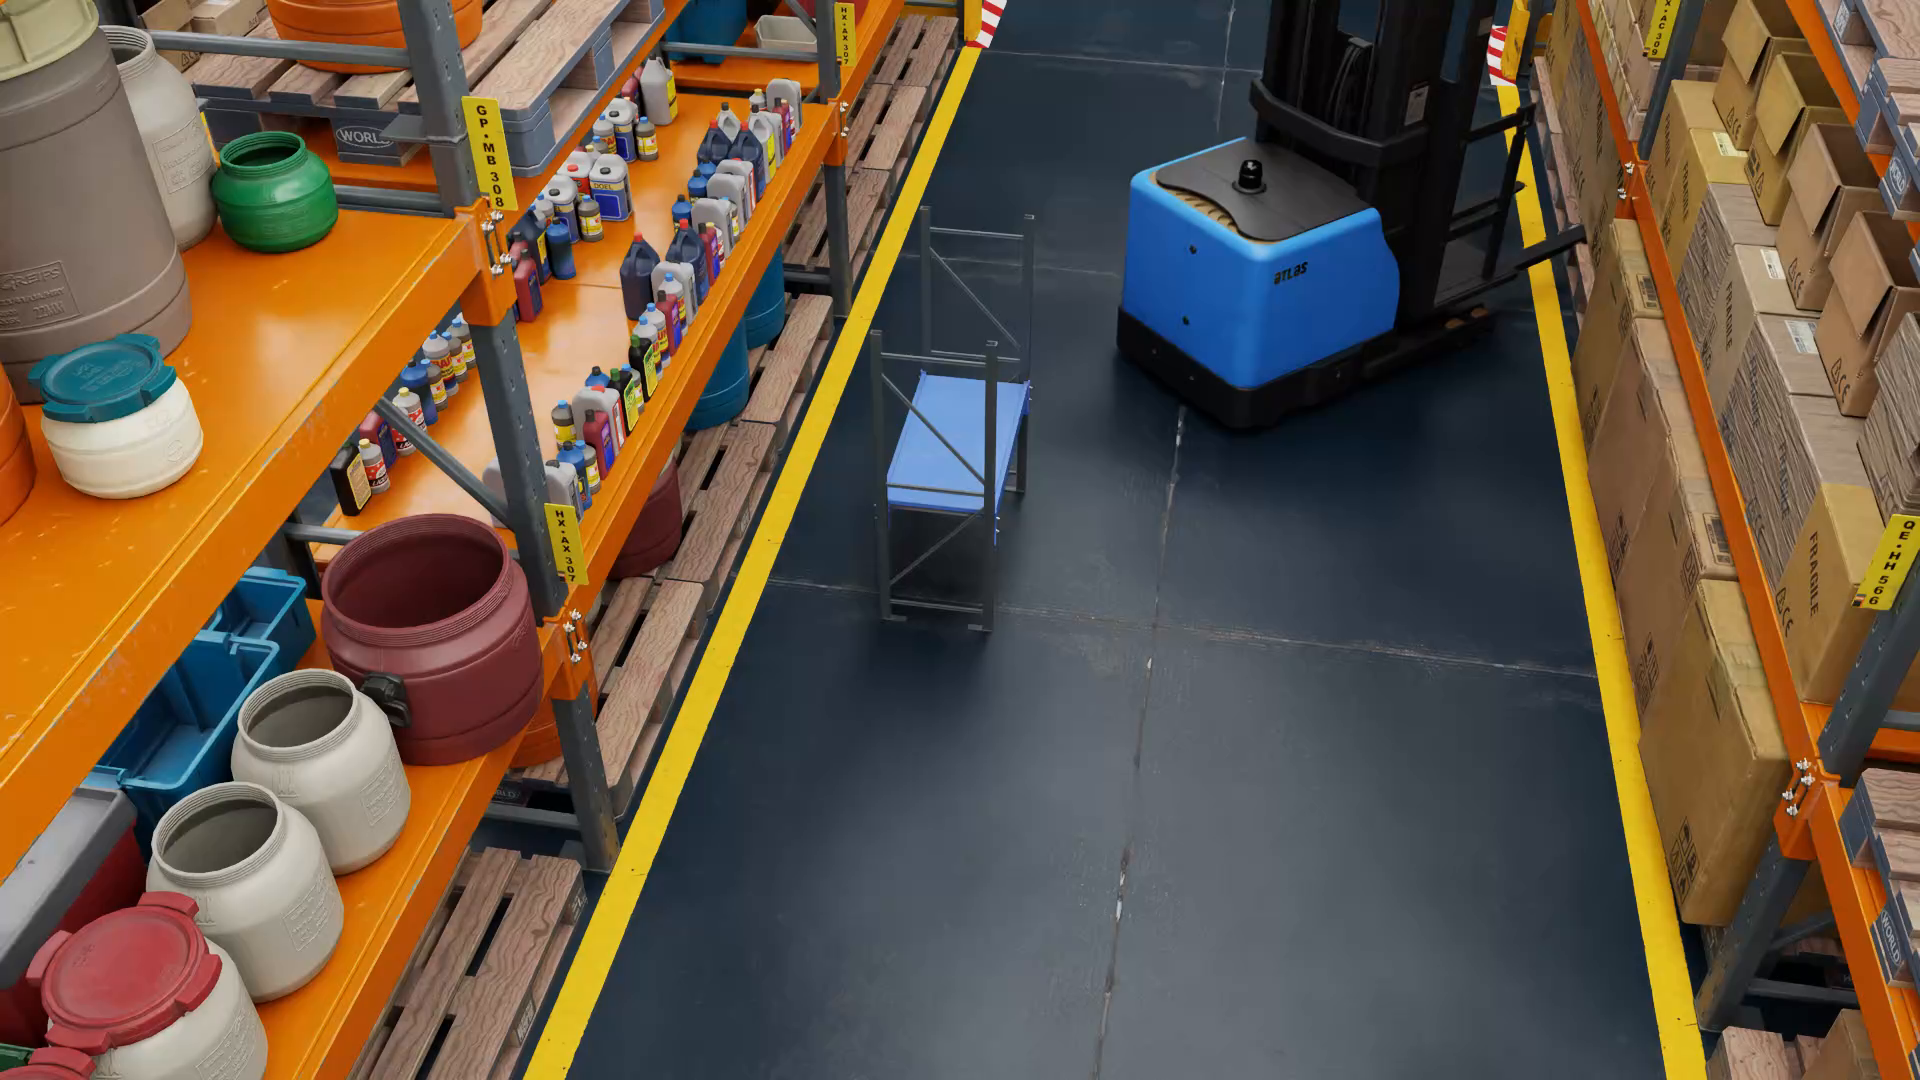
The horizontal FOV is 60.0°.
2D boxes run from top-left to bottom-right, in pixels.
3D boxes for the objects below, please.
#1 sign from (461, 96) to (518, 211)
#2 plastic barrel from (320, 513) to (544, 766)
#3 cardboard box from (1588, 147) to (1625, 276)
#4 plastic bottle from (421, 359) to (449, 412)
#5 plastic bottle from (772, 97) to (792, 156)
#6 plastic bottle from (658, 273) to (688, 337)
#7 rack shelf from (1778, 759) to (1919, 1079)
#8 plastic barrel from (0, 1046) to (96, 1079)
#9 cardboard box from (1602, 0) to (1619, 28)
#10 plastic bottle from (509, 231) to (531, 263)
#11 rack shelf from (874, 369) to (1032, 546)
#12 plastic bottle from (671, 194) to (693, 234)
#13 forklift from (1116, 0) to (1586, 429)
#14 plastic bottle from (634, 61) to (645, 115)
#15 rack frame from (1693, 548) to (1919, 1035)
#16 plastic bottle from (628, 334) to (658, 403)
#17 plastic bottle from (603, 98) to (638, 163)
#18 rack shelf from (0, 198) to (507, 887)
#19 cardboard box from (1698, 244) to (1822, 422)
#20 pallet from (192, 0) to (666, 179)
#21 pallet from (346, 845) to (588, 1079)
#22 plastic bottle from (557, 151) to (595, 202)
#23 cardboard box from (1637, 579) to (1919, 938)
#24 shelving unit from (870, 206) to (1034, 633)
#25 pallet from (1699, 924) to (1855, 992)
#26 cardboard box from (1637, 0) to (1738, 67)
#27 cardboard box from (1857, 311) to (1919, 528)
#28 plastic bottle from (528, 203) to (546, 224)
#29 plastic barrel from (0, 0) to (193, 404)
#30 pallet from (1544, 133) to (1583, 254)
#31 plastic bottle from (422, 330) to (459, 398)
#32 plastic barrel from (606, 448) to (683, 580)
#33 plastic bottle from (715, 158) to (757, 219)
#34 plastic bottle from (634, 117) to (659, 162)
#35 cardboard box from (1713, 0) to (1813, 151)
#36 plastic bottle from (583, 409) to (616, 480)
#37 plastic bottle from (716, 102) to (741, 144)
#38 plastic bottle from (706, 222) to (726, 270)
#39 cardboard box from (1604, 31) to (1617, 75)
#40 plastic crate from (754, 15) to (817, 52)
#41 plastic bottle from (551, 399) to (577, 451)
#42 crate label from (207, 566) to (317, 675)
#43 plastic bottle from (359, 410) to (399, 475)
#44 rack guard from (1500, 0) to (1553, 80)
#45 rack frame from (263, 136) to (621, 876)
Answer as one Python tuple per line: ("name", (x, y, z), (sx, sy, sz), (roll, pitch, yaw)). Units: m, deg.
("sign", (-1.264, -1.037, 4.475), (0.100, 0.325, 0.005), (6, 40, 8))
("plastic barrel", (-1.589, 0.295, 5.029), (0.600, 0.536, 0.708), (6, 40, 8))
("cardboard box", (3.956, -1.690, 8.875), (0.875, 0.875, 0.875), (6, 40, 8))
("plastic bottle", (-2.029, -0.600, 6.375), (0.097, 0.201, 0.097), (0, 40, 0))
("plastic bottle", (-0.860, -2.010, 8.015), (0.061, 0.283, 0.133), (6, 40, 8))
("plastic bottle", (-1.167, -0.958, 6.753), (0.097, 0.271, 0.097), (0, 40, 0))
("rack shelf", (2.725, 2.101, 3.516), (1.077, 0.370, 4.000), (6, 40, 8))
("plastic barrel", (-1.991, 1.444, 3.640), (0.433, 0.535, 0.433), (0, 40, 0))
("cardboard box", (3.757, -2.950, 8.945), (0.500, 0.250, 0.500), (7, 40, 9))
("plastic bottle", (-1.845, -1.144, 6.968), (0.061, 0.283, 0.133), (6, 40, 8))
("rack shelf", (-0.015, -0.386, 7.419), (0.538, 0.185, 1.000), (6, 40, 8))
("plastic bottle", (-1.205, -1.381, 7.265), (0.097, 0.271, 0.097), (0, 40, 0))
("forklift", (2.351, -2.429, 8.485), (3.031, 2.935, 1.130), (-24, 45, -26))
("plastic bottle", (-1.599, -2.260, 8.317), (0.061, 0.283, 0.133), (6, 40, 8))
("rack frame", (3.071, 0.569, 4.805), (1.000, 3.000, 0.127), (6, 40, 8))
("plastic bottle", (-1.226, -0.683, 6.410), (0.061, 0.283, 0.133), (6, 40, 8))
("plastic bottle", (-1.634, -1.962, 7.963), (0.152, 0.276, 0.135), (6, 40, 8))
("rack shelf", (-2.153, 0.399, 3.221), (1.077, 0.370, 4.000), (6, 40, 8))
("cardboard box", (3.180, -0.764, 6.339), (0.500, 0.500, 0.500), (7, 40, 9))
("pallet", (-1.578, -1.530, 5.137), (1.003, 0.211, 1.213), (6, 40, 8))
("pallet", (-1.979, 1.579, 5.771), (1.003, 0.211, 1.213), (6, 40, 8))
("plastic bottle", (-1.731, -1.610, 7.538), (0.152, 0.276, 0.135), (6, 40, 8))
("cardboard box", (3.211, 0.795, 5.869), (1.225, 0.875, 0.875), (5, 40, 6))
("shelving unit", (-0.015, -0.524, 7.304), (0.538, 1.500, 1.048), (6, 40, 8))
("pallet", (3.282, 1.157, 6.282), (1.003, 0.211, 1.213), (6, 40, 8))
("cardboard box", (3.579, -2.605, 7.940), (0.500, 0.500, 0.500), (7, 40, 9))
("cardboard box", (3.214, -0.313, 5.006), (0.797, 0.503, 0.637), (8, 40, 9))
("plastic bottle", (-1.835, -1.332, 7.205), (0.097, 0.271, 0.097), (0, 40, 0))
("plastic barrel", (-2.163, -0.835, 3.755), (0.600, 0.901, 0.600), (0, 40, 0))
("pallet", (4.181, -2.103, 10.225), (1.003, 0.211, 1.213), (6, 40, 8))
("plastic bottle", (-2.012, -0.688, 6.426), (0.097, 0.271, 0.097), (0, 40, 0))
("plastic barrel", (-1.544, -0.227, 7.331), (0.600, 0.588, 0.708), (6, 40, 8))
("plastic bottle", (-1.015, -1.611, 7.539), (0.152, 0.276, 0.135), (6, 40, 8))
("plastic bottle", (-1.508, -1.931, 7.984), (0.097, 0.201, 0.097), (0, 40, 0))
("cardboard box", (3.661, -1.965, 7.004), (0.797, 0.503, 0.637), (5, 40, 7))
("plastic bottle", (-1.312, -0.370, 6.031), (0.061, 0.283, 0.133), (6, 40, 8))
("plastic bottle", (-1.094, -1.872, 7.795), (0.144, 0.351, 0.185), (6, 40, 8))
("plastic bottle", (-1.072, -1.277, 7.193), (0.097, 0.201, 0.097), (0, 40, 0))
("cardboard box", (3.627, -2.556, 8.782), (0.380, 0.149, 0.250), (7, 40, 9))
("plastic crate", (-0.894, -2.686, 8.901), (0.396, 0.136, 0.243), (6, 40, 8))
("plastic bottle", (-1.460, -0.429, 6.168), (0.097, 0.201, 0.097), (0, 40, 0))
("crate label", (-2.249, 0.310, 5.249), (0.303, 0.233, 0.416), (6, 40, 8))
("plastic bottle", (-2.117, -0.378, 6.042), (0.061, 0.283, 0.133), (6, 40, 8))
("rack guard", (4.460, -3.504, 11.692), (1.175, 0.500, 0.348), (6, 40, 8))
("rack frame", (-1.807, 0.023, 5.465), (1.000, 3.000, 0.127), (6, 40, 8))
